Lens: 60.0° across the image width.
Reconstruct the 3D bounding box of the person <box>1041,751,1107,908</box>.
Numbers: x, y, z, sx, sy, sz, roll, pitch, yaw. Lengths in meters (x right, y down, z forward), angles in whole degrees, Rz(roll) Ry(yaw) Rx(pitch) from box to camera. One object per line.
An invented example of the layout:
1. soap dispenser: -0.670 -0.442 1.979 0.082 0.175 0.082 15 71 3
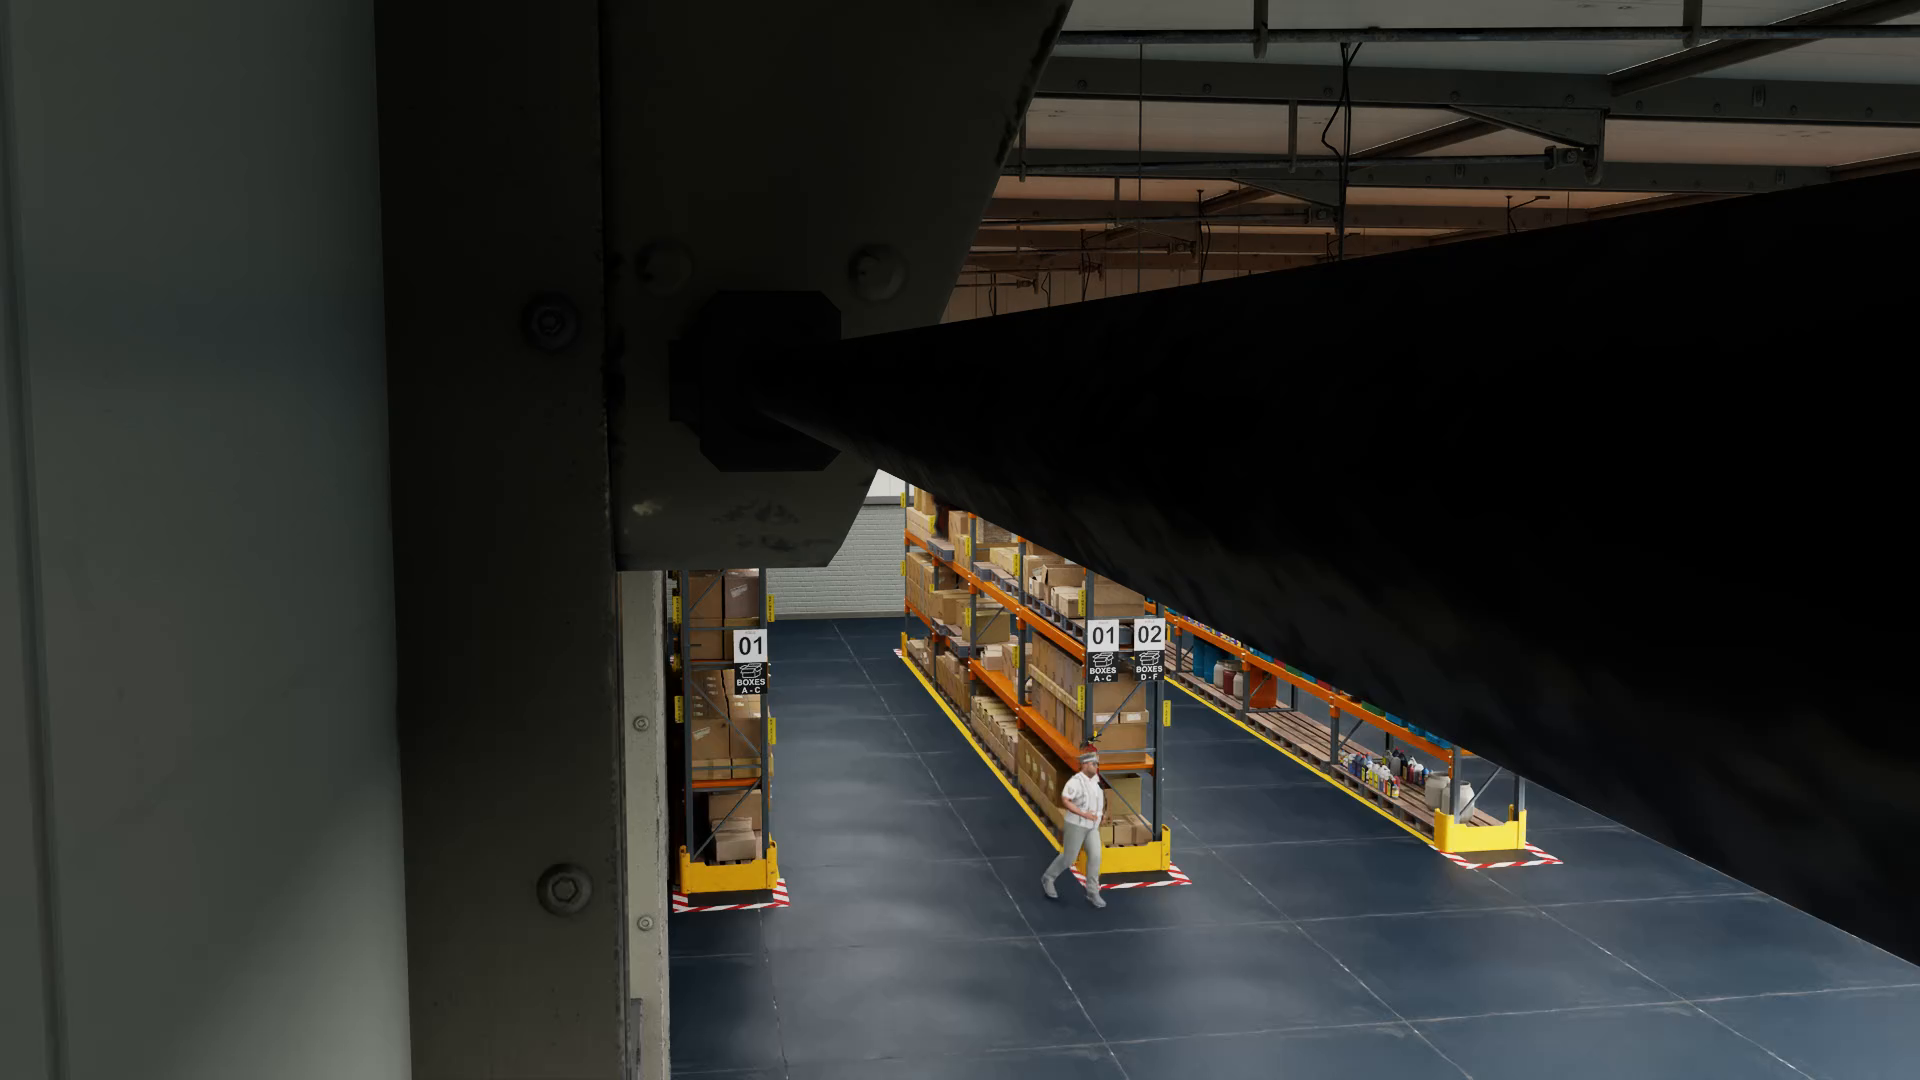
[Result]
1. person: 1.487 3.397 19.816 0.896 1.773 0.734 6 8 44
